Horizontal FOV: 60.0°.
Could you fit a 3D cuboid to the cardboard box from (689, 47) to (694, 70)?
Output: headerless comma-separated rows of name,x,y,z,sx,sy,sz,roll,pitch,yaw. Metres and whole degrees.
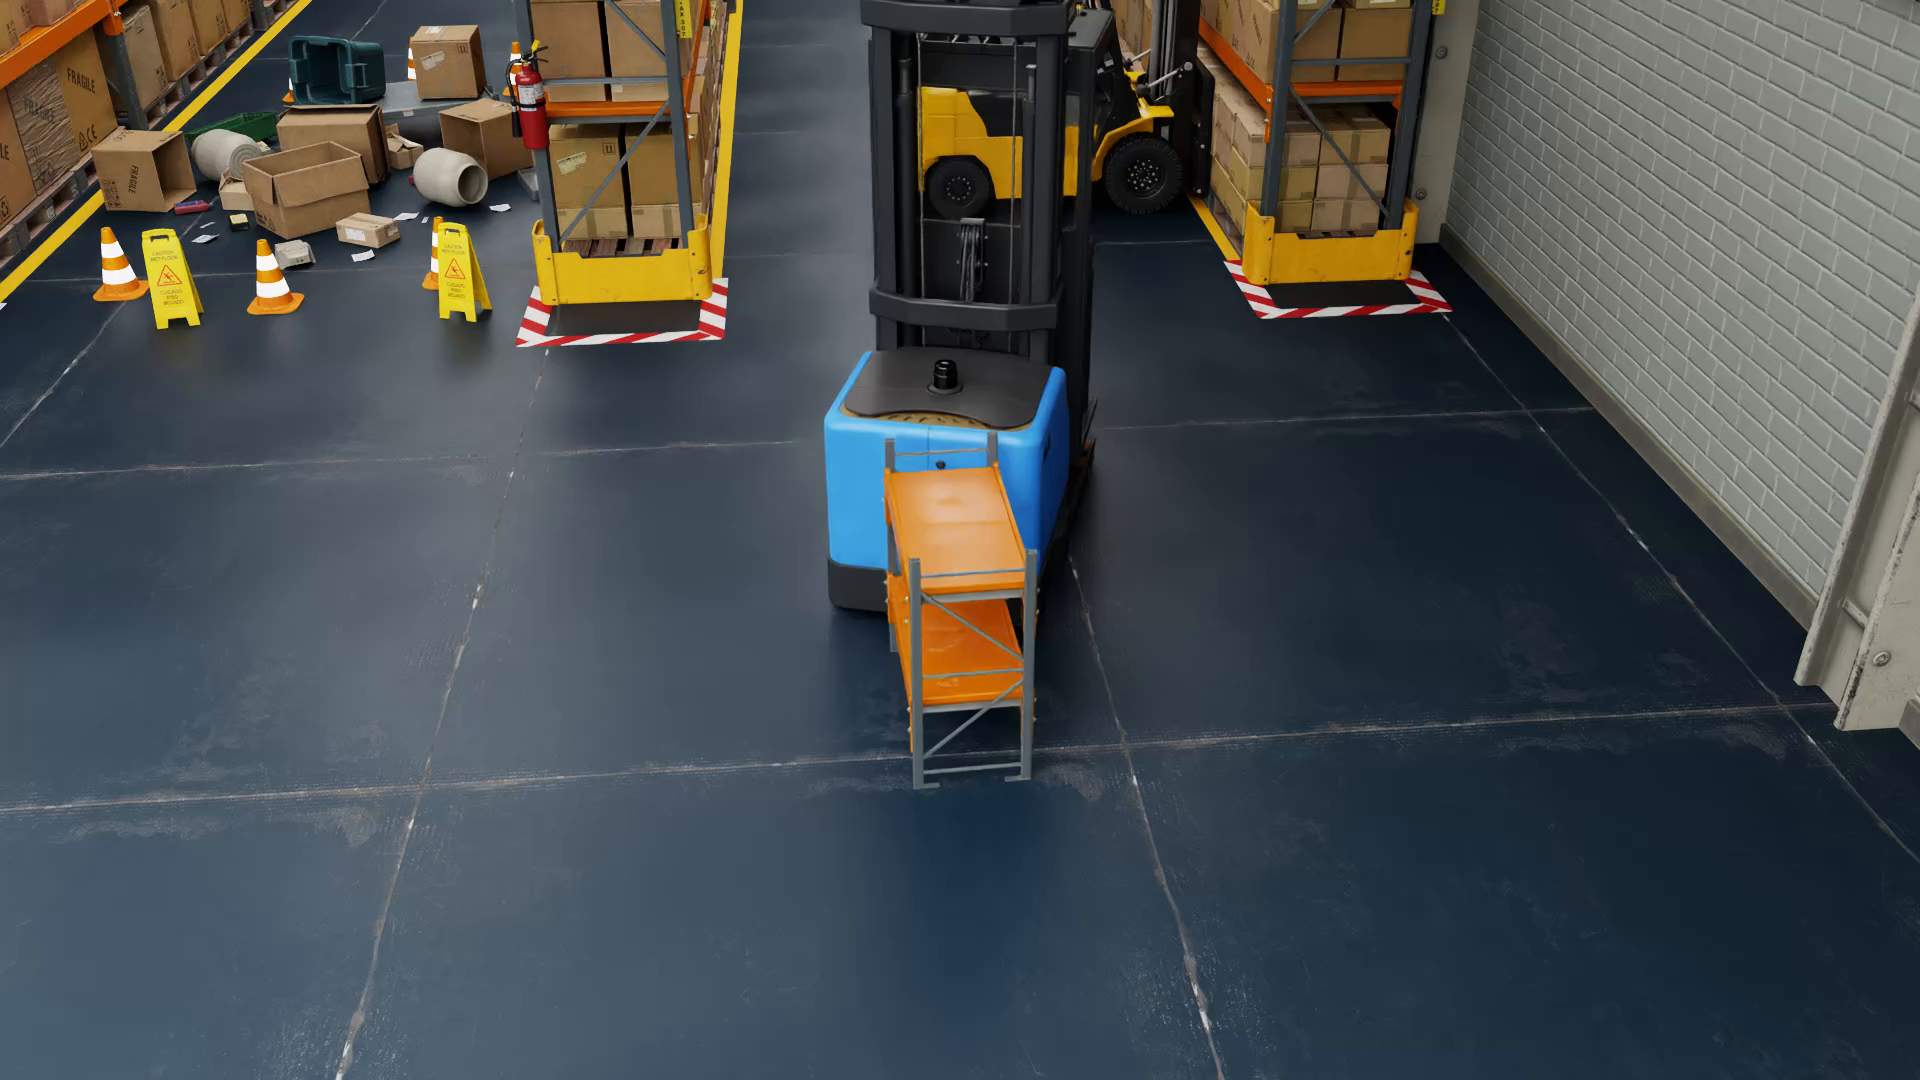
cardboard box,-2.102,-3.455,11.853,0.380,0.149,0.250,-2,31,-4

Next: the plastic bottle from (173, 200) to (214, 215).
plastic bottle,-6.024,-2.621,13.078,0.283,0.061,0.133,-14,33,-22

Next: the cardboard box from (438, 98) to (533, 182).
cardboard box,-3.945,-3.338,13.848,0.500,0.500,0.500,20,36,29

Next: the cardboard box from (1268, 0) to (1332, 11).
cardboard box,2.313,-3.705,11.297,0.380,0.149,0.250,-2,31,-4

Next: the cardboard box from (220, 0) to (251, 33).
cardboard box,-8.016,-5.675,17.110,1.050,0.750,0.750,-3,31,-5

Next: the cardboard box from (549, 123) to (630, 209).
cardboard box,-2.651,-2.698,11.883,0.500,0.500,0.500,-3,31,-4

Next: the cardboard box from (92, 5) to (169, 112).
cardboard box,-7.757,-4.260,14.742,1.050,0.750,0.750,-3,31,-5

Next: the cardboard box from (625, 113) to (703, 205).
cardboard box,-2.120,-2.739,11.951,0.500,0.500,0.500,-4,31,-6

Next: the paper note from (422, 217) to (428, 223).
paper note,-4.148,-2.484,12.899,0.032,0.001,0.123,-3,31,-5

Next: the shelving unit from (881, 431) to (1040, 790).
shelving unit,-0.016,0.286,7.175,0.538,1.125,1.048,-4,31,-7

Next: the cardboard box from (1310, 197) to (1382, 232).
cardboard box,2.774,-2.479,12.248,0.500,0.250,0.500,-3,31,-4

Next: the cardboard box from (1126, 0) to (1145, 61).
cardboard box,2.126,-5.085,16.244,0.875,0.625,0.625,-3,31,-5

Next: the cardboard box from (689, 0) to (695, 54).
cardboard box,-2.137,-3.670,11.581,0.500,0.500,0.500,-2,31,-3

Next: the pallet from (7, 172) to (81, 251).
pallet,-7.499,-2.520,12.763,1.003,0.211,1.213,-3,31,-5

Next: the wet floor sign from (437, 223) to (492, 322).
wet floor sign,-3.364,-1.821,11.169,0.267,0.644,0.232,8,32,13

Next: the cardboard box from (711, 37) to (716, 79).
cardboard box,-2.742,-4.342,15.247,0.950,0.372,0.625,-2,31,-4

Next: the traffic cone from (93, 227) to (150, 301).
traffic cone,-5.872,-1.941,11.549,0.336,0.463,0.334,-3,31,-5

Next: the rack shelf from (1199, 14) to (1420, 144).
rack shelf,2.438,-3.932,13.109,1.077,0.370,4.000,-3,31,-5

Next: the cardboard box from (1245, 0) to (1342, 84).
cardboard box,2.317,-3.501,11.589,0.500,0.500,0.500,-3,31,-6

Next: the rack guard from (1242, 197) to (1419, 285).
rack guard,2.627,-2.134,11.835,1.175,0.500,0.348,-3,31,-5

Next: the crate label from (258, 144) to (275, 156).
crate label,-5.952,-3.240,14.040,0.250,0.136,0.298,27,40,37

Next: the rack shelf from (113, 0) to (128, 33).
rack shelf,-7.796,-5.446,15.643,1.077,0.370,4.000,-3,31,-5

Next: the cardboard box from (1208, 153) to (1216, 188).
cardboard box,2.192,-2.954,13.043,0.500,0.250,0.500,-2,31,-4

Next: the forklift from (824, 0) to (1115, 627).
forklift,0.155,-1.586,8.547,1.130,2.935,3.031,6,31,10

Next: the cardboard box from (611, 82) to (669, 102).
cardboard box,-2.143,-3.055,11.185,0.380,0.149,0.250,-3,31,-4

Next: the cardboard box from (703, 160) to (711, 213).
cardboard box,-2.157,-2.666,12.560,0.500,0.250,0.500,-2,31,-3

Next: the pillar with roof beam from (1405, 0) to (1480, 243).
pillar with roof beam,-0.829,-5.987,9.999,9.100,9.000,0.400,-3,31,-5

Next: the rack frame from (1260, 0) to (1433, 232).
rack frame,2.625,-3.220,11.215,1.000,3.000,0.127,-3,31,-5

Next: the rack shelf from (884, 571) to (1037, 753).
rack shelf,-0.016,0.495,7.300,0.538,0.278,1.000,-4,31,-7

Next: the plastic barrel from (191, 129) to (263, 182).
plastic barrel,-5.976,-3.122,13.563,0.512,0.421,0.421,20,36,29

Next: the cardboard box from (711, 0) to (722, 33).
cardboard box,-2.945,-5.451,17.104,0.950,0.372,0.625,-3,31,-6

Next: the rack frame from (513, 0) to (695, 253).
rack frame,-2.317,-2.980,10.814,1.000,3.000,0.127,-3,31,-5

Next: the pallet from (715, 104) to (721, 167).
pallet,-2.593,-3.484,14.376,1.003,0.211,1.213,-3,31,-5

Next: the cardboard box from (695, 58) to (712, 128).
cardboard box,-2.270,-3.535,13.283,0.500,0.500,0.500,-1,31,-2

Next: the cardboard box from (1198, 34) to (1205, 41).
cardboard box,2.022,-4.167,14.098,0.500,0.250,0.500,-3,31,-5

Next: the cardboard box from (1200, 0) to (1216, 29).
cardboard box,2.172,-4.284,12.900,0.500,0.500,0.500,-3,31,-4

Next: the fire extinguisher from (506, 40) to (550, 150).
fire extinguisher,-2.765,-2.866,10.699,0.296,0.674,0.183,-3,31,-5

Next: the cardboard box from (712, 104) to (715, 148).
cardboard box,-2.308,-3.461,13.892,0.500,0.250,0.500,-4,31,-6

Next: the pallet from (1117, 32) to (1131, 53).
pallet,2.026,-5.063,17.021,1.003,0.211,1.213,-3,31,-5

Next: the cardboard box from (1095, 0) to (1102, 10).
cardboard box,1.922,-6.146,18.020,0.875,0.625,0.625,-2,31,-3

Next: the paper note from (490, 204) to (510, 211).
paper note,-3.625,-2.626,13.117,0.142,0.019,0.148,-14,33,-22

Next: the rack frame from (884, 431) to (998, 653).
rack frame,-0.084,0.027,7.608,0.500,1.125,0.032,-4,31,-7

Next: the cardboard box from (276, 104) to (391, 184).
cardboard box,-5.097,-3.219,13.516,0.797,0.637,0.503,-3,31,-5

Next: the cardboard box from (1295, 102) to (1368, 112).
cardboard box,2.718,-3.158,12.409,0.500,0.250,0.500,-3,31,-5

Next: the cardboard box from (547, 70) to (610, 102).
cardboard box,-2.565,-3.053,11.181,0.380,0.149,0.250,-2,31,-3

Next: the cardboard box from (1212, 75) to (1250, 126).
cardboard box,2.161,-3.386,12.791,0.500,0.250,0.500,-2,31,-4

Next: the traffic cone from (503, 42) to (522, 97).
traffic cone,-4.200,-4.499,15.831,0.336,0.463,0.334,-3,31,-5

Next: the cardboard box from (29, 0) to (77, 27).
cardboard box,-7.489,-4.330,12.928,0.875,0.550,0.550,-3,31,-5

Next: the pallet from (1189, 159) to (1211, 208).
pallet,2.401,-3.032,13.621,1.003,0.211,1.213,-3,31,-5

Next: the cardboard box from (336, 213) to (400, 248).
cardboard box,-4.450,-2.328,12.502,0.380,0.149,0.250,13,33,21

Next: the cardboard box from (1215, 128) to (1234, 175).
cardboard box,2.232,-2.924,12.505,0.500,0.250,0.500,-3,31,-5

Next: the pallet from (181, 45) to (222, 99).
pallet,-7.874,-4.551,16.163,1.003,0.211,1.213,-3,31,-5

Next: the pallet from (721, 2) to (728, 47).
pallet,-2.993,-5.468,17.699,1.003,0.211,1.213,-3,31,-5

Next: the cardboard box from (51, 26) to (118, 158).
cardboard box,-7.620,-3.677,13.643,0.875,0.875,0.875,-2,31,-4
